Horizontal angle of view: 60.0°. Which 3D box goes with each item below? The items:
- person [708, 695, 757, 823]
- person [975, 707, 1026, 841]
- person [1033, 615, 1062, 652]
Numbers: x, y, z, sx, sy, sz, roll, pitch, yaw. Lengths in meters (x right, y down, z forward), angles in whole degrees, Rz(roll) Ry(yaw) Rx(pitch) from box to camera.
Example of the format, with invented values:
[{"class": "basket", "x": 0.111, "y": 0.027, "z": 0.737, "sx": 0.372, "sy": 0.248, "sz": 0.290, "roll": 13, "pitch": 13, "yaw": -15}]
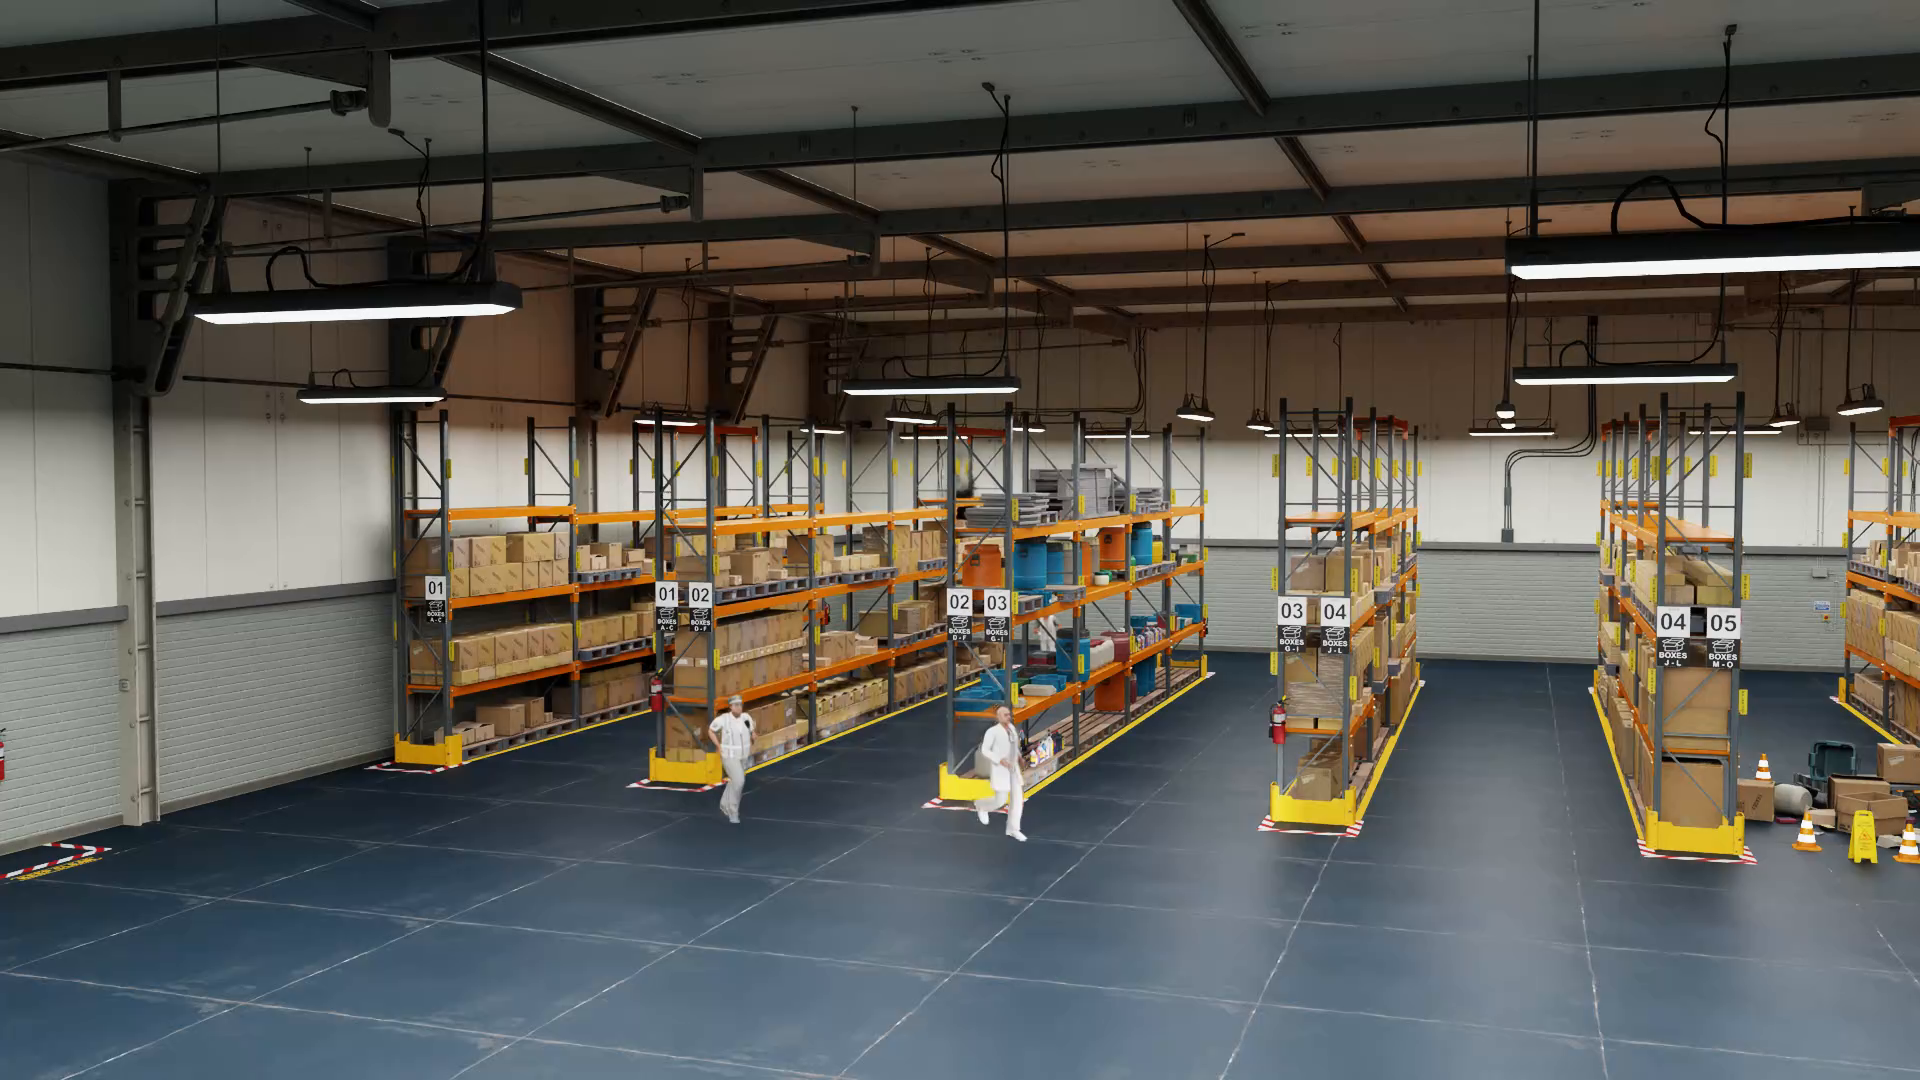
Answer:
[{"class": "person", "x": -3.188, "y": 3.122, "z": 23.726, "sx": 0.624, "sy": 1.859, "sz": 0.777, "roll": -2, "pitch": 3, "yaw": -44}, {"class": "person", "x": 0.579, "y": 3.160, "z": 22.693, "sx": 0.724, "sy": 1.779, "sz": 0.923, "roll": -2, "pitch": 3, "yaw": -42}, {"class": "person", "x": 2.078, "y": 2.415, "z": 39.818, "sx": 0.691, "sy": 1.736, "sz": 0.517, "roll": 0, "pitch": 2, "yaw": 7}]
